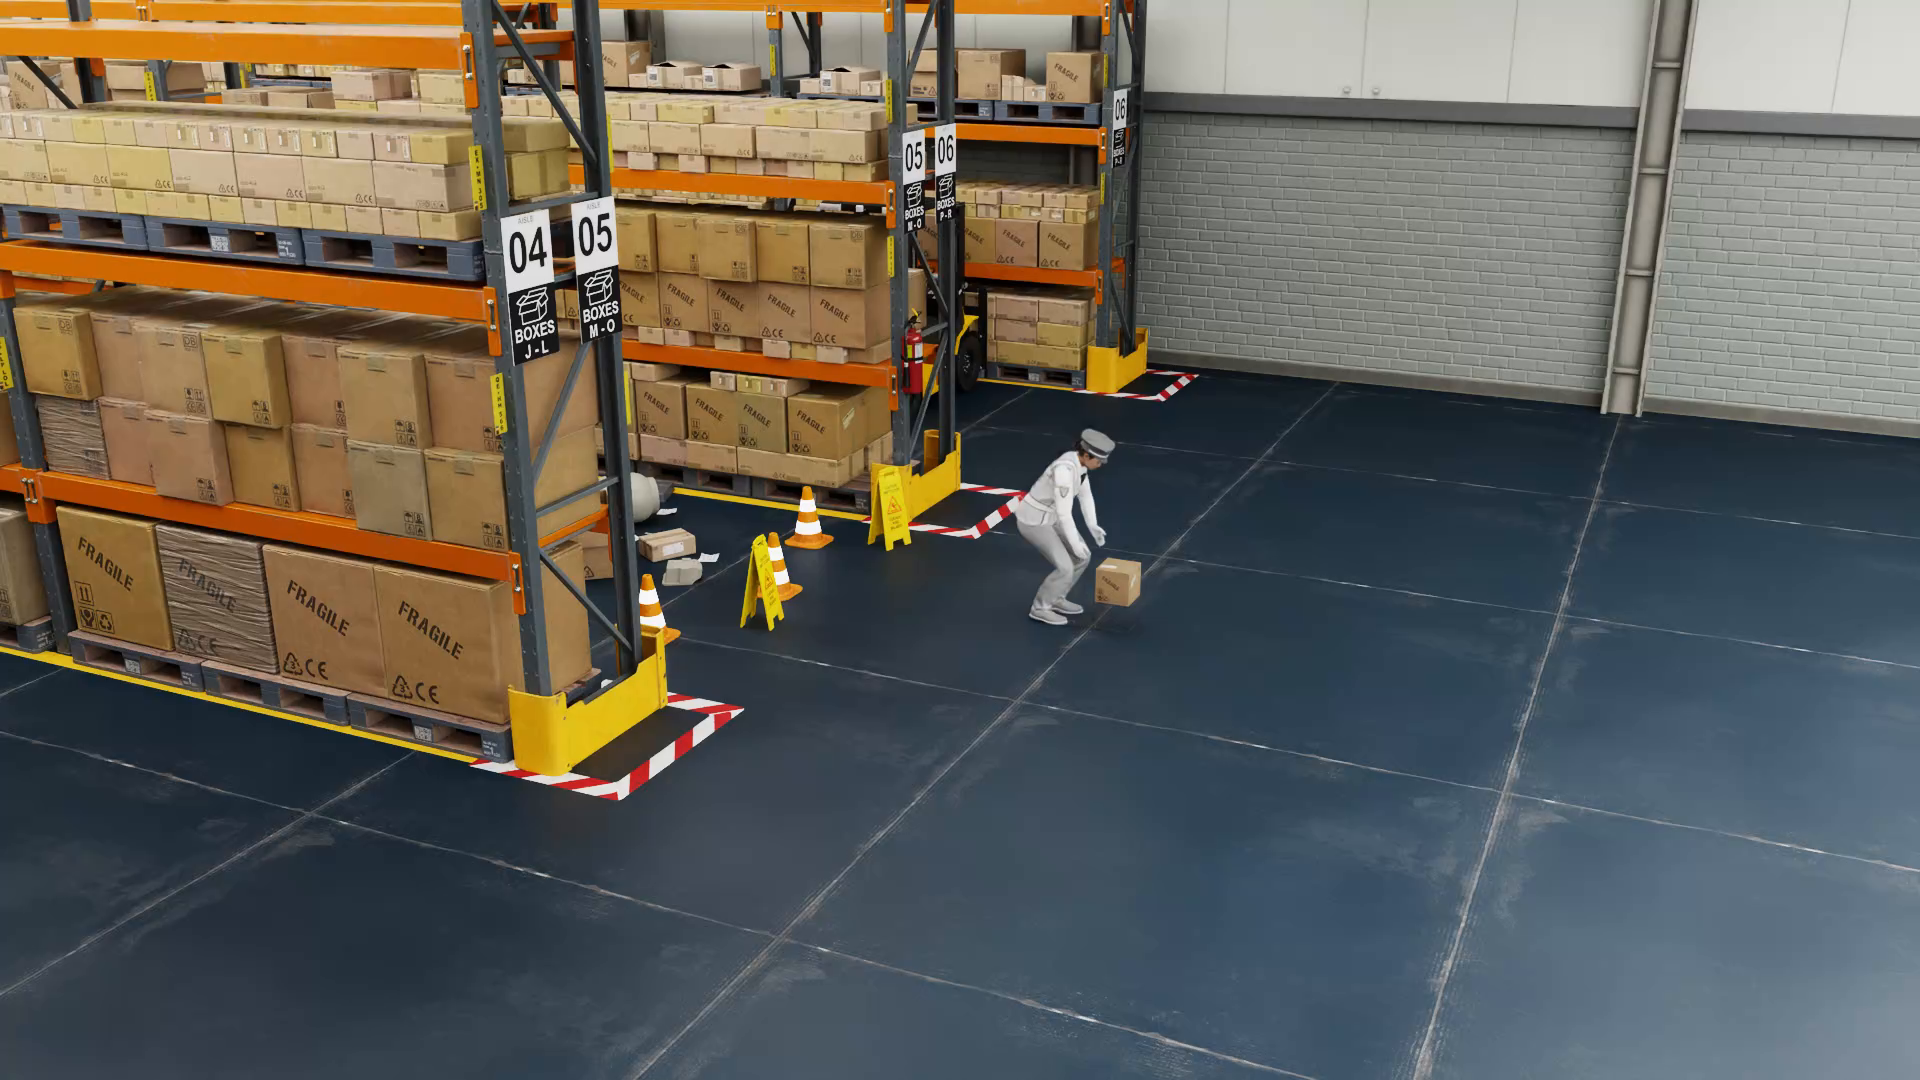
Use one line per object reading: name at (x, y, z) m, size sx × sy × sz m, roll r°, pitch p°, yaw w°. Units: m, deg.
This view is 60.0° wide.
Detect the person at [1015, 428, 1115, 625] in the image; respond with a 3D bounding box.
person at (0.750, -0.114, 11.806) m, size 0.691 × 1.404 × 0.535 m, roll 9°, pitch 21°, yaw 23°
